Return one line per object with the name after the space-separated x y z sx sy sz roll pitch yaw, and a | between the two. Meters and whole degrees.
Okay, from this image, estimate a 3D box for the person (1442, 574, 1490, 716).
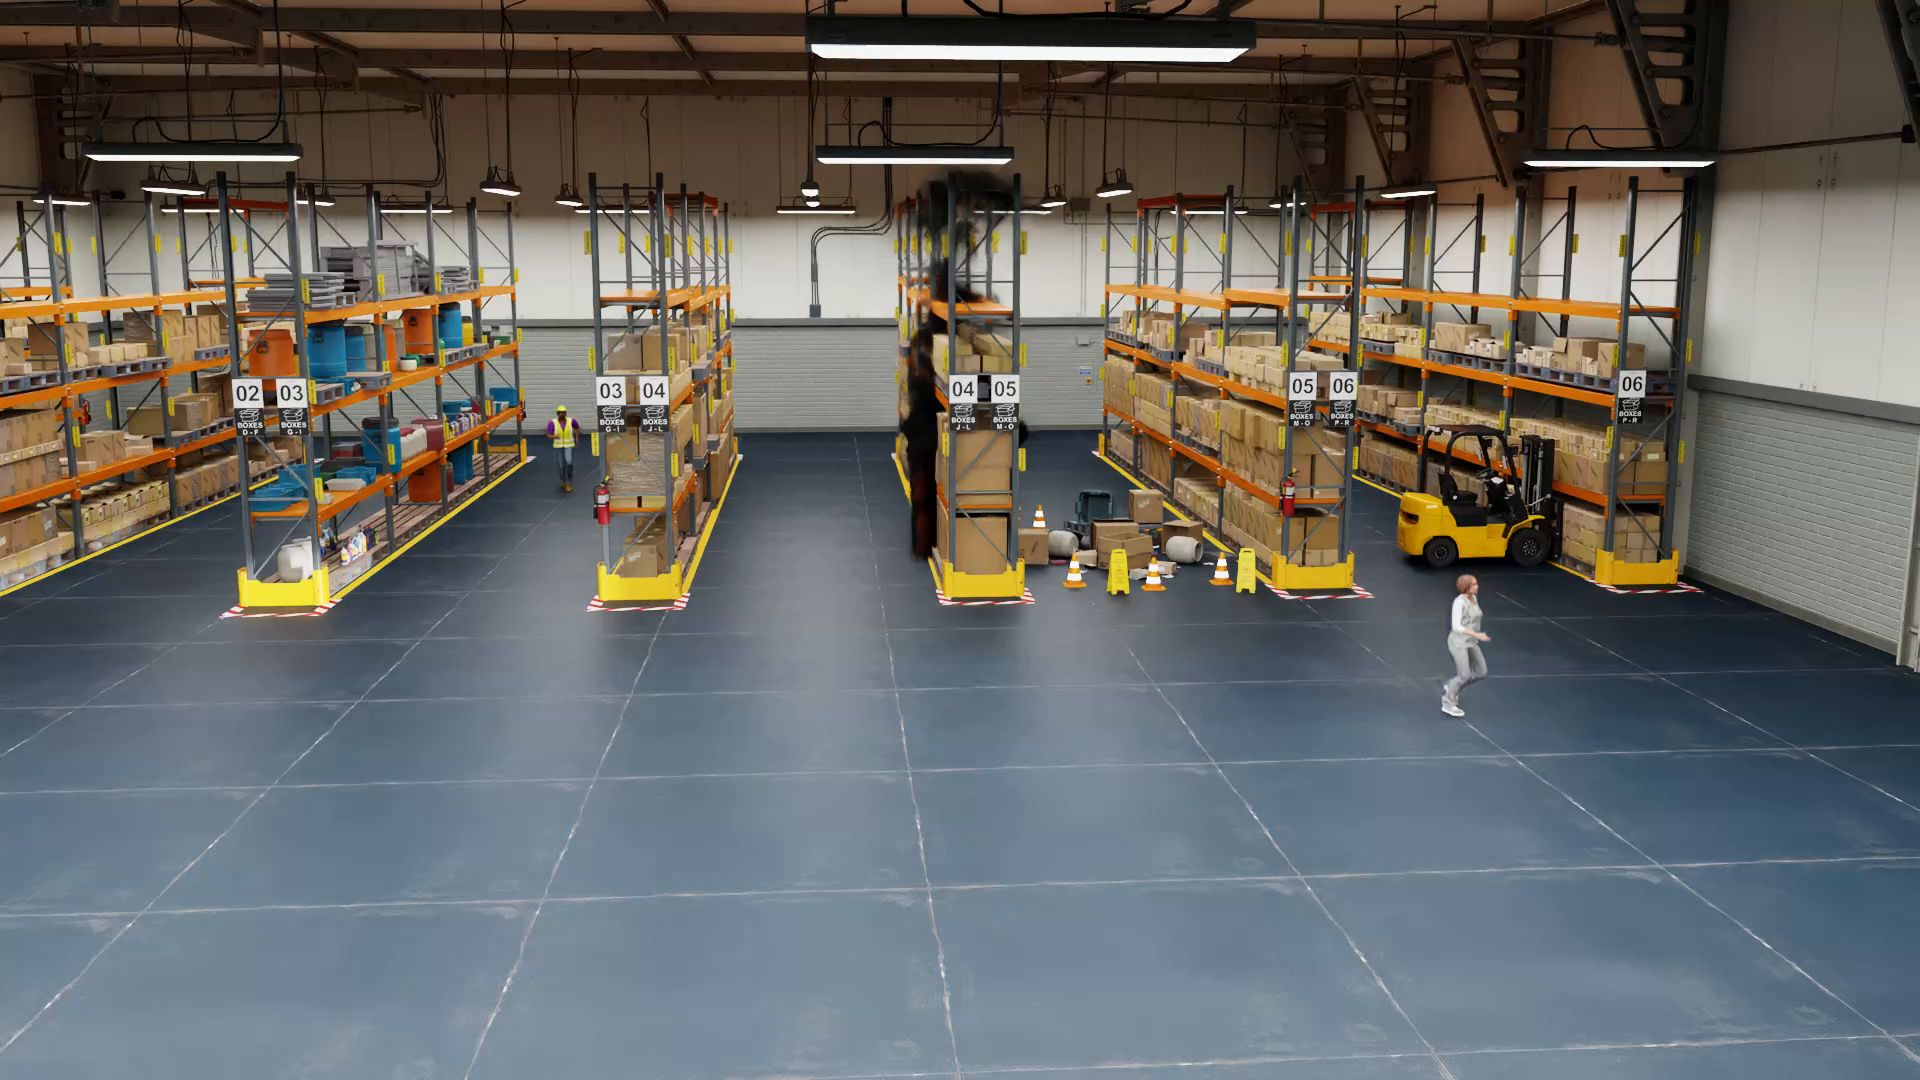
5.443 1.126 17.801 0.545 1.559 0.566 9 13 41 | person

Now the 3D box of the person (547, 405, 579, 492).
-8.191 -1.886 34.363 0.643 1.801 0.769 -2 10 -10 | person
